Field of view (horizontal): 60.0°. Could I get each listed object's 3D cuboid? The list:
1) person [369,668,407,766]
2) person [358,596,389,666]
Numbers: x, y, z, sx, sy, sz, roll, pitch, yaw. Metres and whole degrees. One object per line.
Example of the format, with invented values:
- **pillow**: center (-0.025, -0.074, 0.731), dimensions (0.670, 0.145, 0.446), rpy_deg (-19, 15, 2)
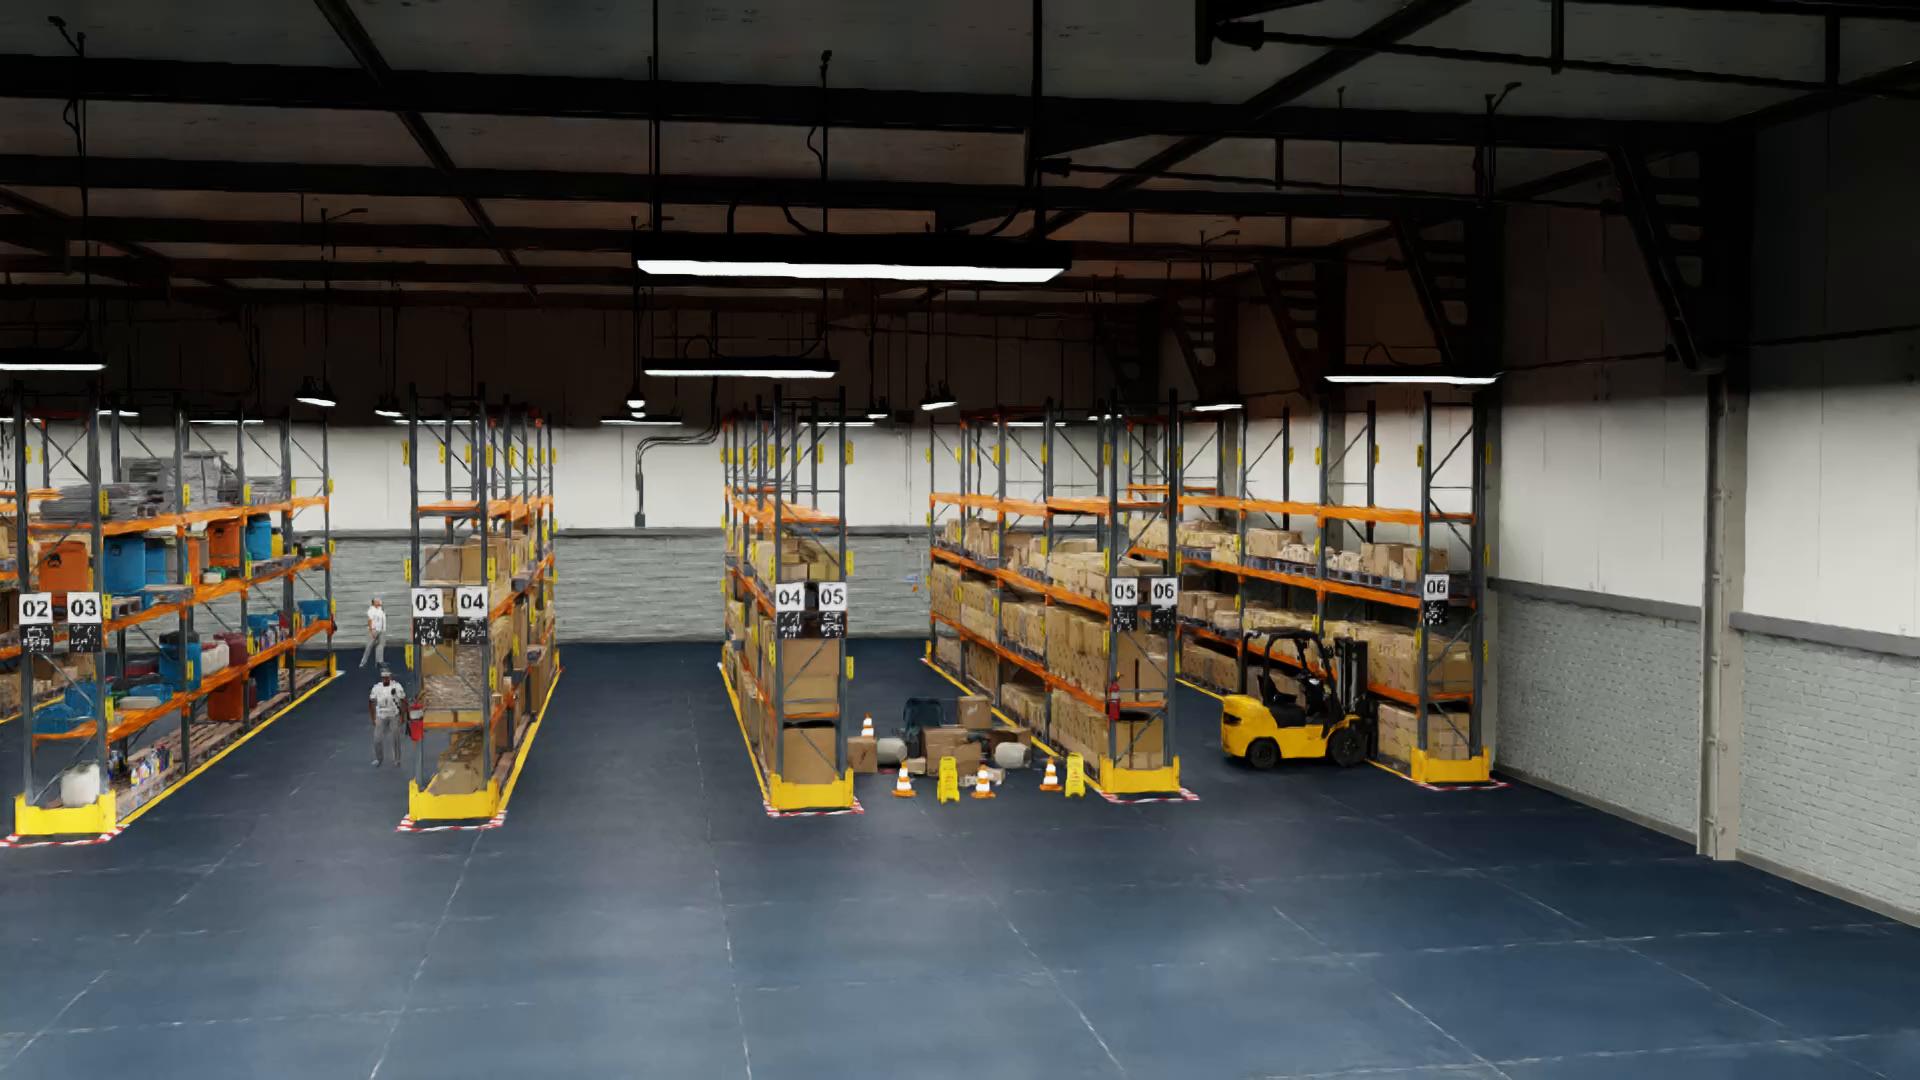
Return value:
- **person**: center (-9.209, 2.838, 26.766), dimensions (0.592, 1.630, 0.532), rpy_deg (-1, 3, -11)
- **person**: center (-13.986, 2.174, 39.601), dimensions (0.476, 1.662, 0.686), rpy_deg (1, 3, 26)
